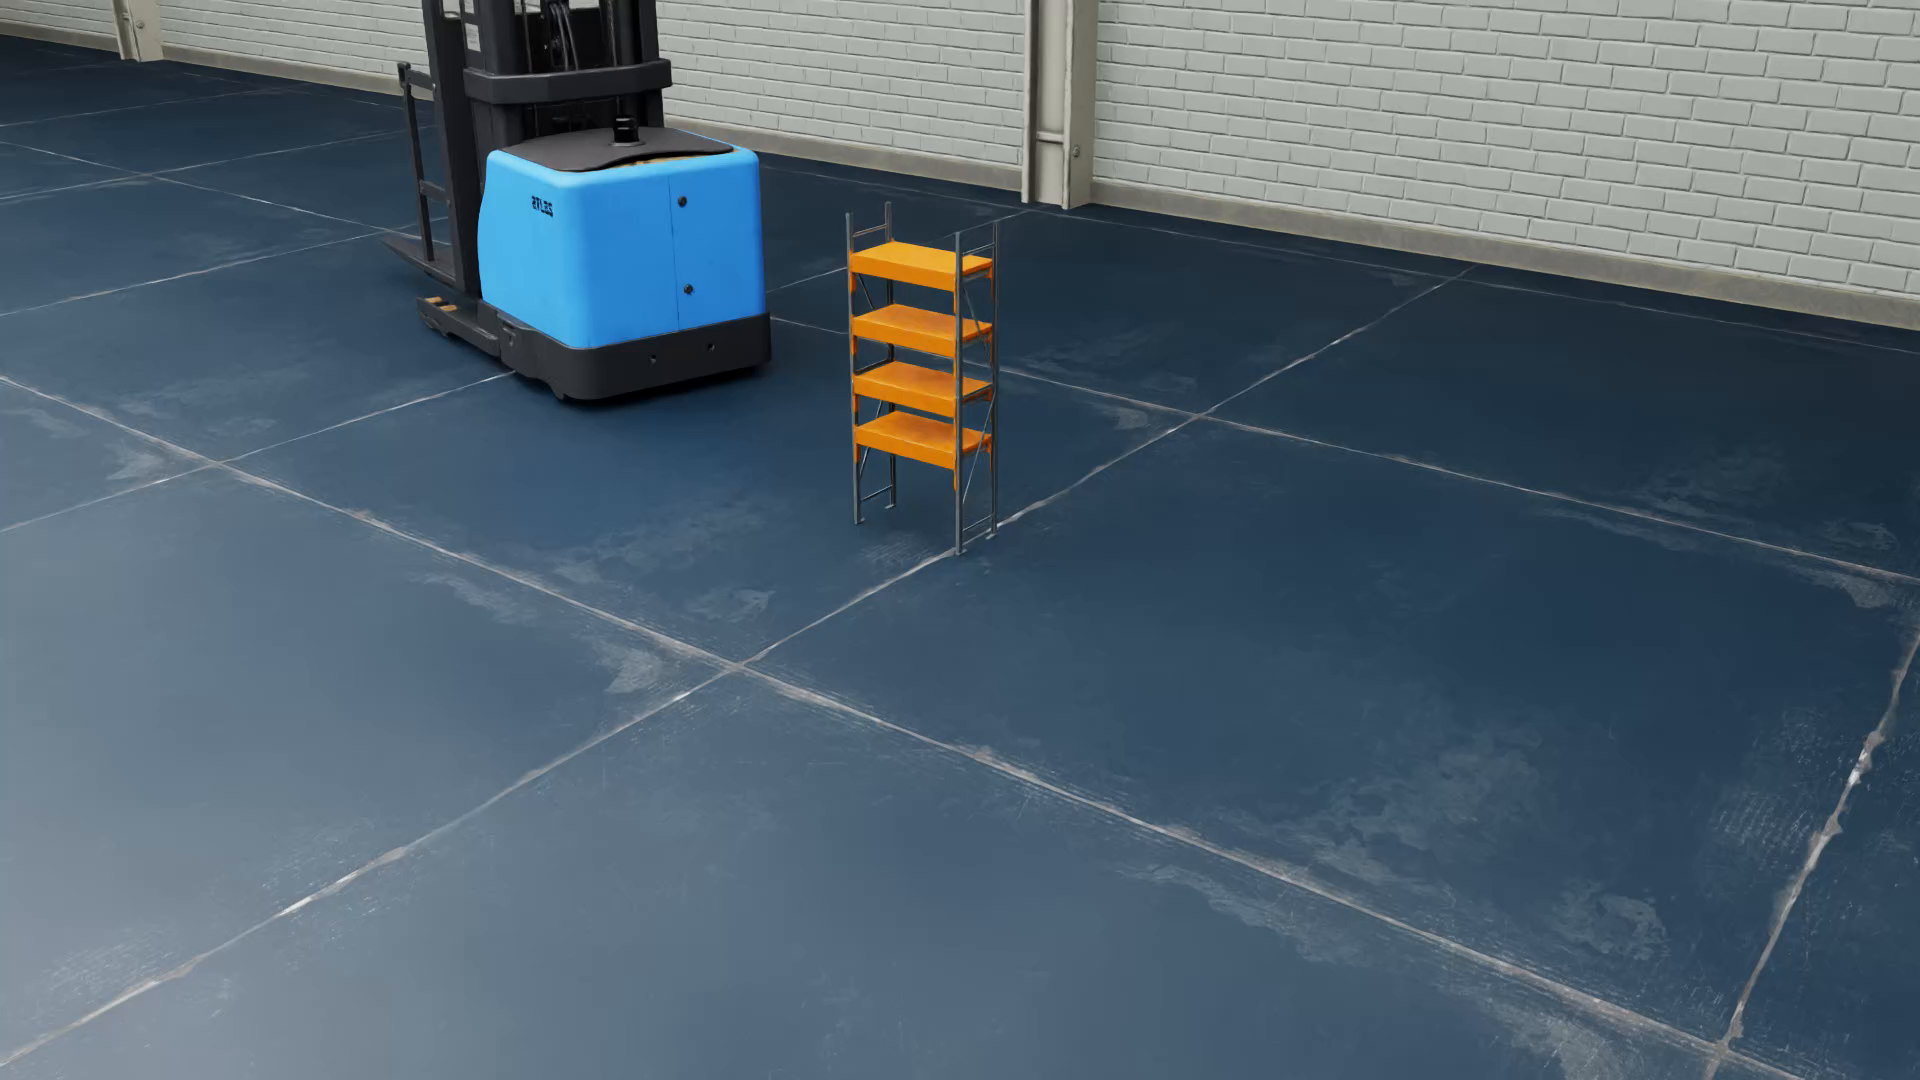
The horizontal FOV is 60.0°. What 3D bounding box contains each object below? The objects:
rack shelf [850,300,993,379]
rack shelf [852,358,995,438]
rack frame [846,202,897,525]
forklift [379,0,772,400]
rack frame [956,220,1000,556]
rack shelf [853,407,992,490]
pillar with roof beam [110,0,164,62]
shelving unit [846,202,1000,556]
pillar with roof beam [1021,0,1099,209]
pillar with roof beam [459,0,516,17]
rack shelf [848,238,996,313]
[{"bbox_3d":[-0.132,-0.732,6.036,0.480,0.148,0.258,17,29,33],"label":"rack shelf"},{"bbox_3d":[-0.132,-0.528,6.126,0.480,0.148,0.258,17,29,33],"label":"rack shelf"},{"bbox_3d":[-0.328,-0.648,6.233,0.015,1.200,0.240,17,29,33],"label":"rack frame"},{"bbox_3d":[-2.208,-2.503,8.296,1.130,2.935,3.031,-17,29,-34],"label":"forklift"},{"bbox_3d":[0.063,-0.530,5.965,0.015,1.200,0.240,17,29,33],"label":"rack frame"},{"bbox_3d":[-0.132,-0.346,6.206,0.480,0.148,0.258,17,29,33],"label":"rack shelf"},{"bbox_3d":[-11.510,-7.990,13.225,0.400,9.000,9.100,17,29,33],"label":"pillar with roof beam"},{"bbox_3d":[-0.132,-0.589,6.099,0.503,1.200,0.258,17,29,33],"label":"shelving unit"},{"bbox_3d":[-1.907,-5.089,6.639,0.400,9.000,9.100,17,29,33],"label":"pillar with roof beam"},{"bbox_3d":[-6.708,-6.540,9.932,0.400,9.000,9.100,17,29,33],"label":"pillar with roof beam"},{"bbox_3d":[-0.132,-0.949,5.940,0.480,0.148,0.258,17,29,33],"label":"rack shelf"}]
